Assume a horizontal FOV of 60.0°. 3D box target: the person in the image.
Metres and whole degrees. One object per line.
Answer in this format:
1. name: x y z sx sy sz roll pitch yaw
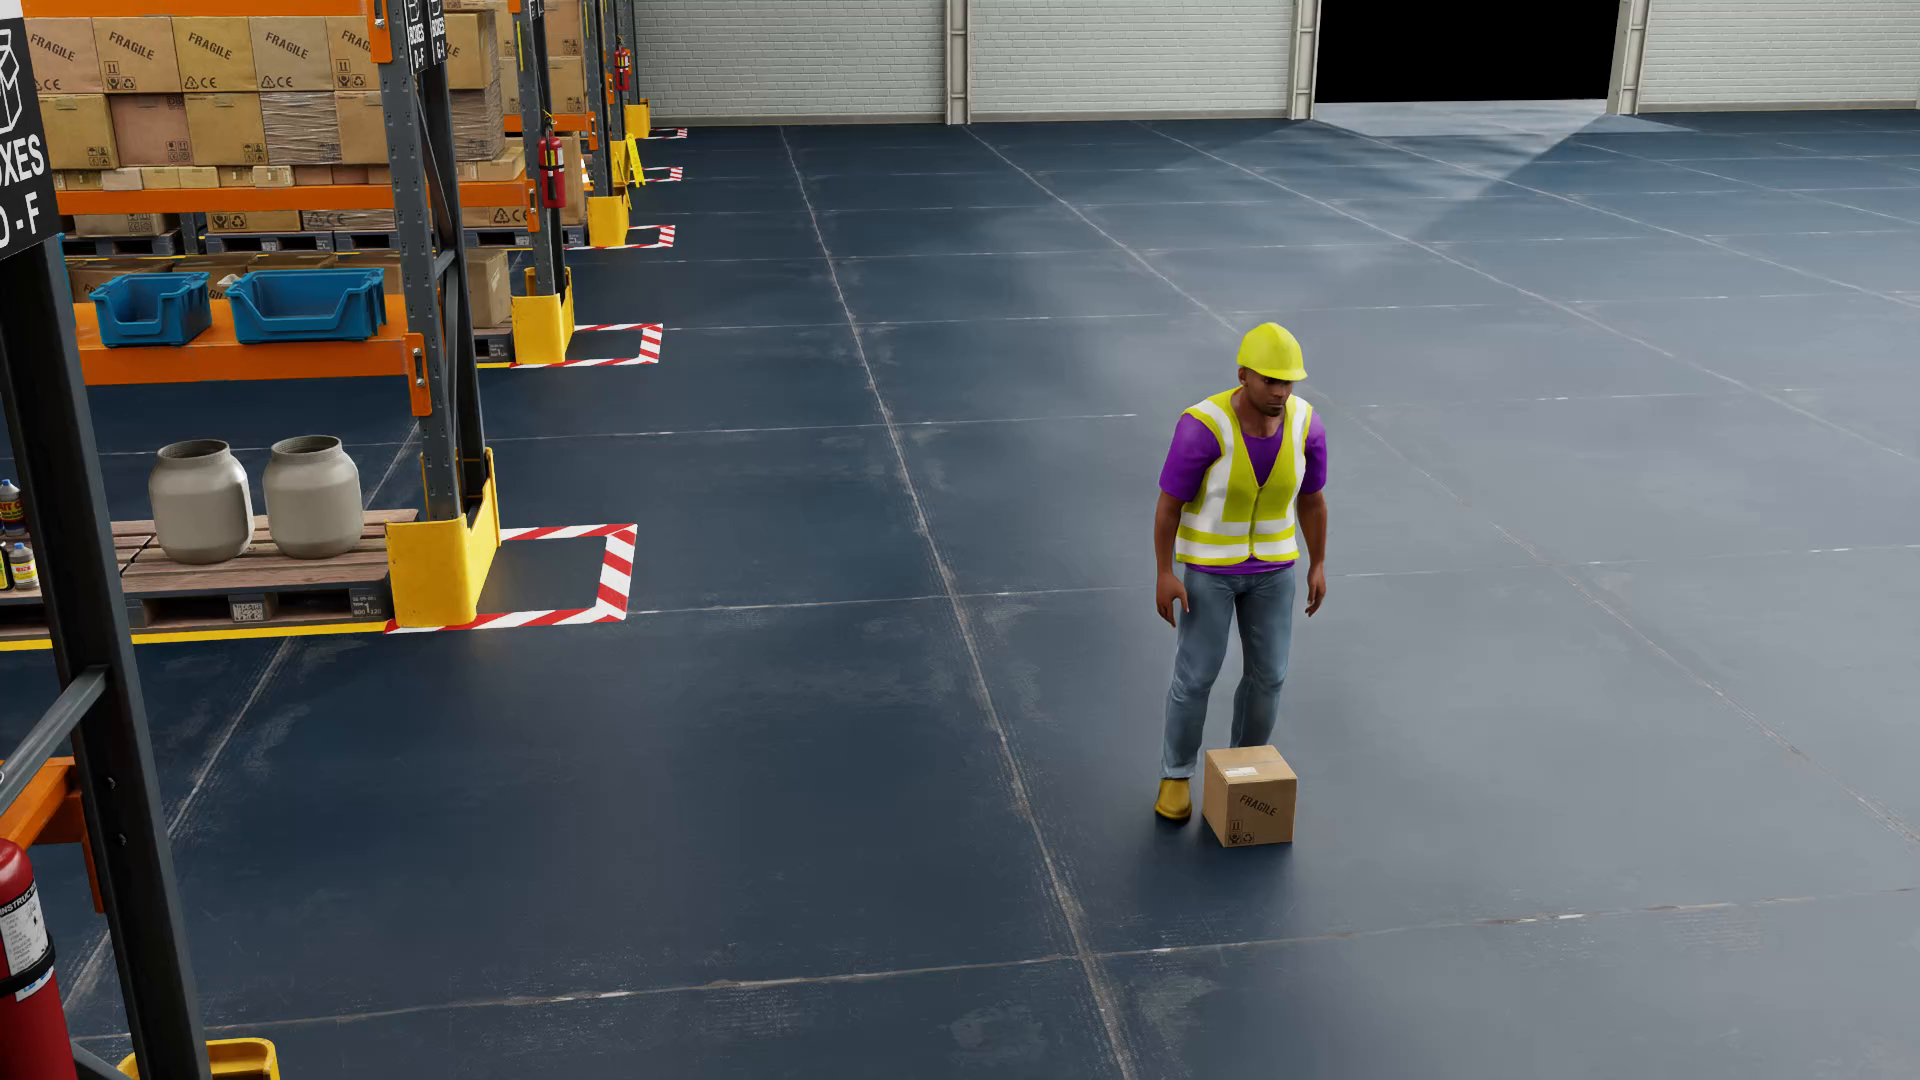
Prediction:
1. person: 0.976 0.107 5.751 0.634 1.759 0.461 -4 20 -11
